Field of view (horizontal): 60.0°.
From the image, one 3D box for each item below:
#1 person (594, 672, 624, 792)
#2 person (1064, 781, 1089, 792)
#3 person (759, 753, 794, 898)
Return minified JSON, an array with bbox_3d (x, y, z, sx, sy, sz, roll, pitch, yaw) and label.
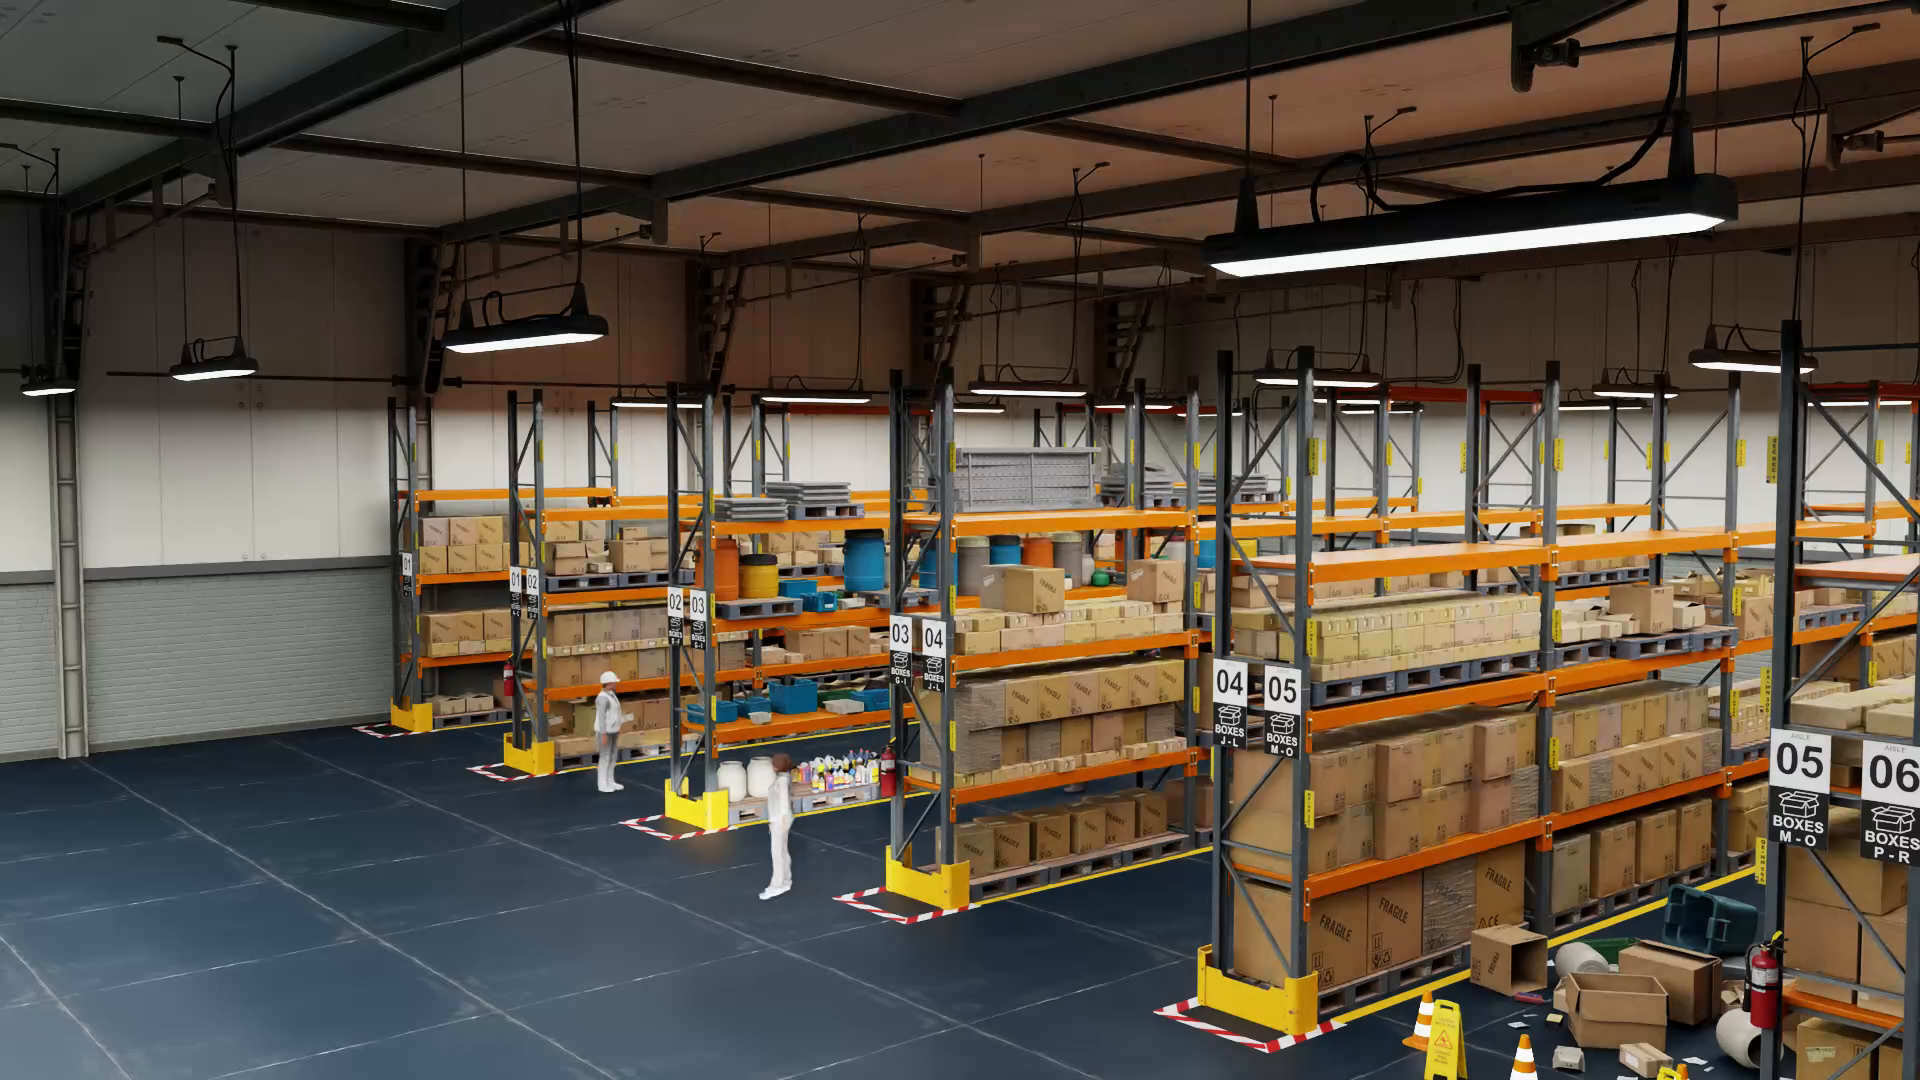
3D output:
[{"bbox_3d":[-5.213,2.835,24.635,0.389,1.785,0.556,0,3,5],"label":"person"},{"bbox_3d":[1.764,2.887,24.737,0.335,1.665,0.480,1,4,20],"label":"person"},{"bbox_3d":[-2.100,3.252,19.051,0.384,1.612,0.507,0,3,-3],"label":"person"}]
